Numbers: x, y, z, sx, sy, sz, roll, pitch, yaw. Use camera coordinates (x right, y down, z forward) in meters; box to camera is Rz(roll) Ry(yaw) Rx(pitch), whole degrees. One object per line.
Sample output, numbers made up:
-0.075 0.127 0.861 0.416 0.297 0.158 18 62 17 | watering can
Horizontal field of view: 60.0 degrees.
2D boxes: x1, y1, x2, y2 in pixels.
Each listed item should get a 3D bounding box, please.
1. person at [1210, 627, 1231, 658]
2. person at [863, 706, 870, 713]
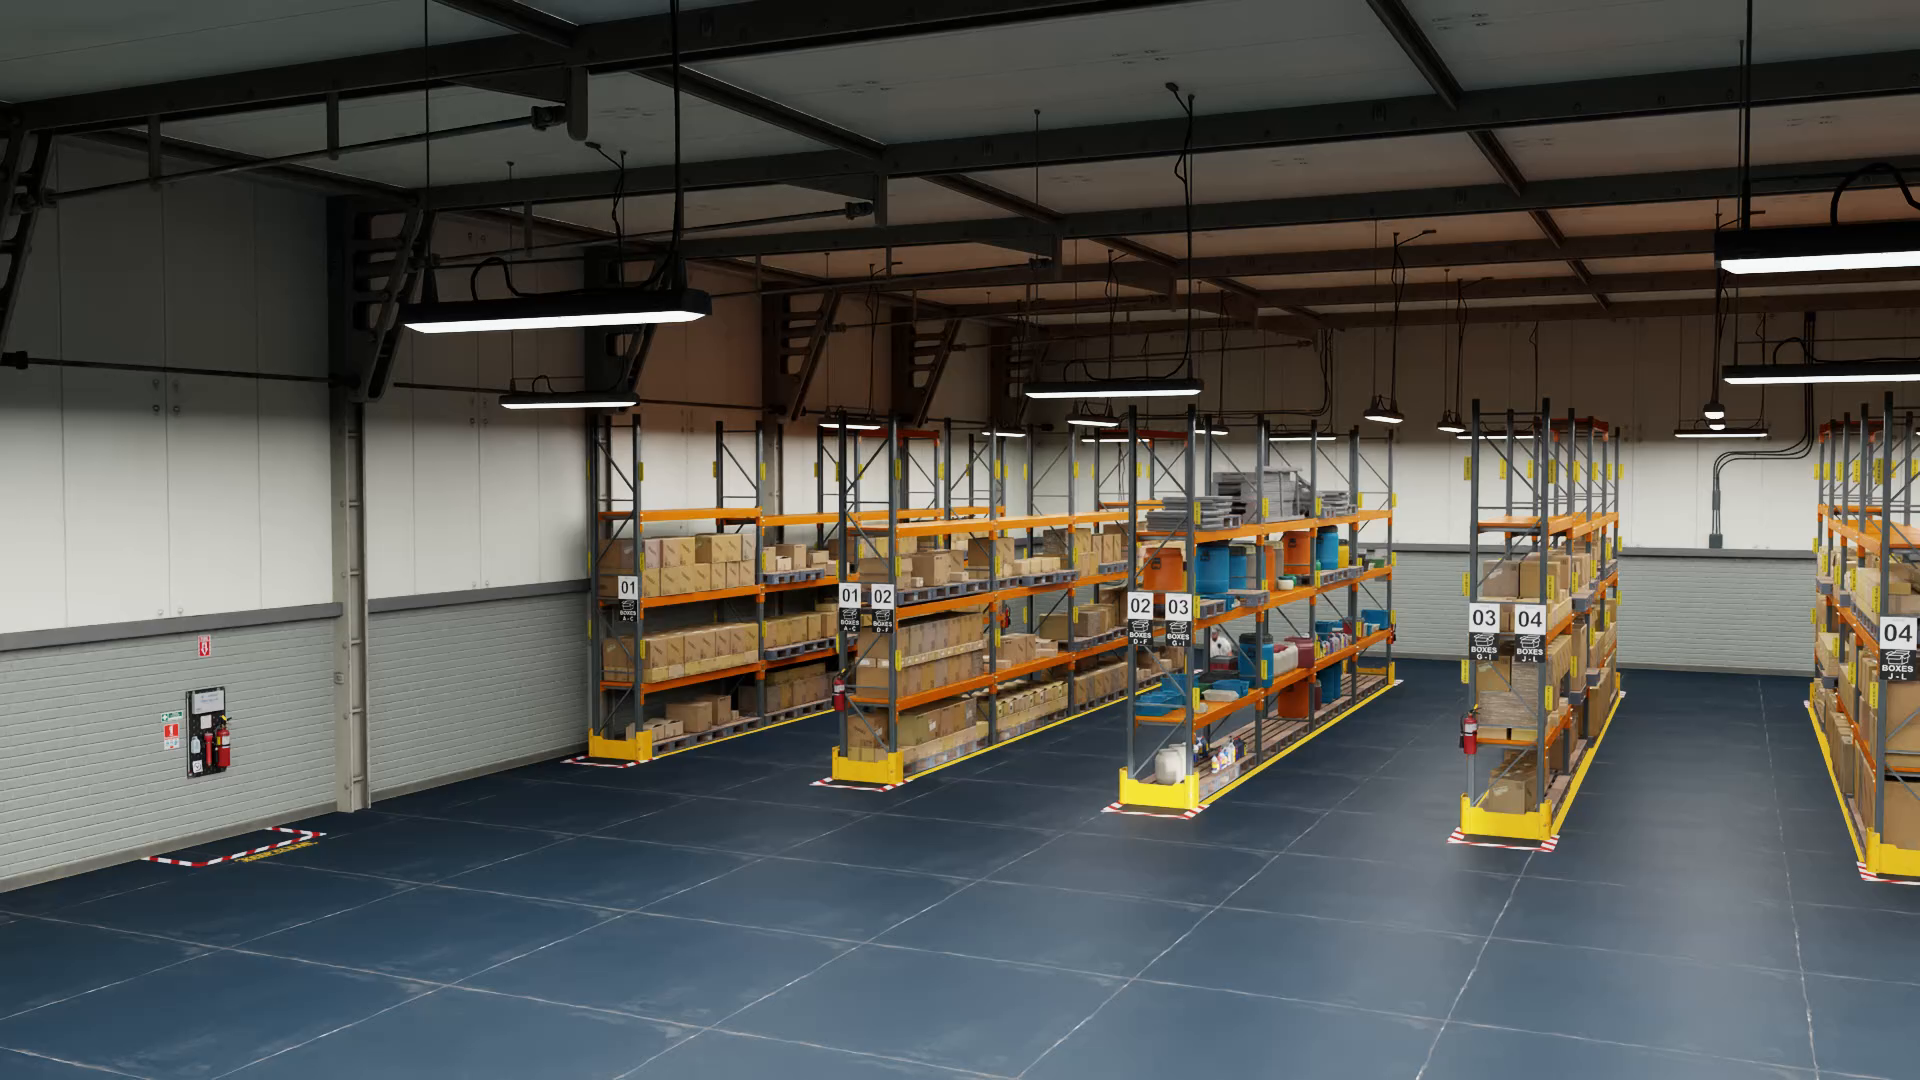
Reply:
5.529 2.691 35.331 0.598 1.734 0.643 2 3 35 | person
-1.742 2.868 32.830 0.810 1.576 0.502 -2 3 -43 | person
